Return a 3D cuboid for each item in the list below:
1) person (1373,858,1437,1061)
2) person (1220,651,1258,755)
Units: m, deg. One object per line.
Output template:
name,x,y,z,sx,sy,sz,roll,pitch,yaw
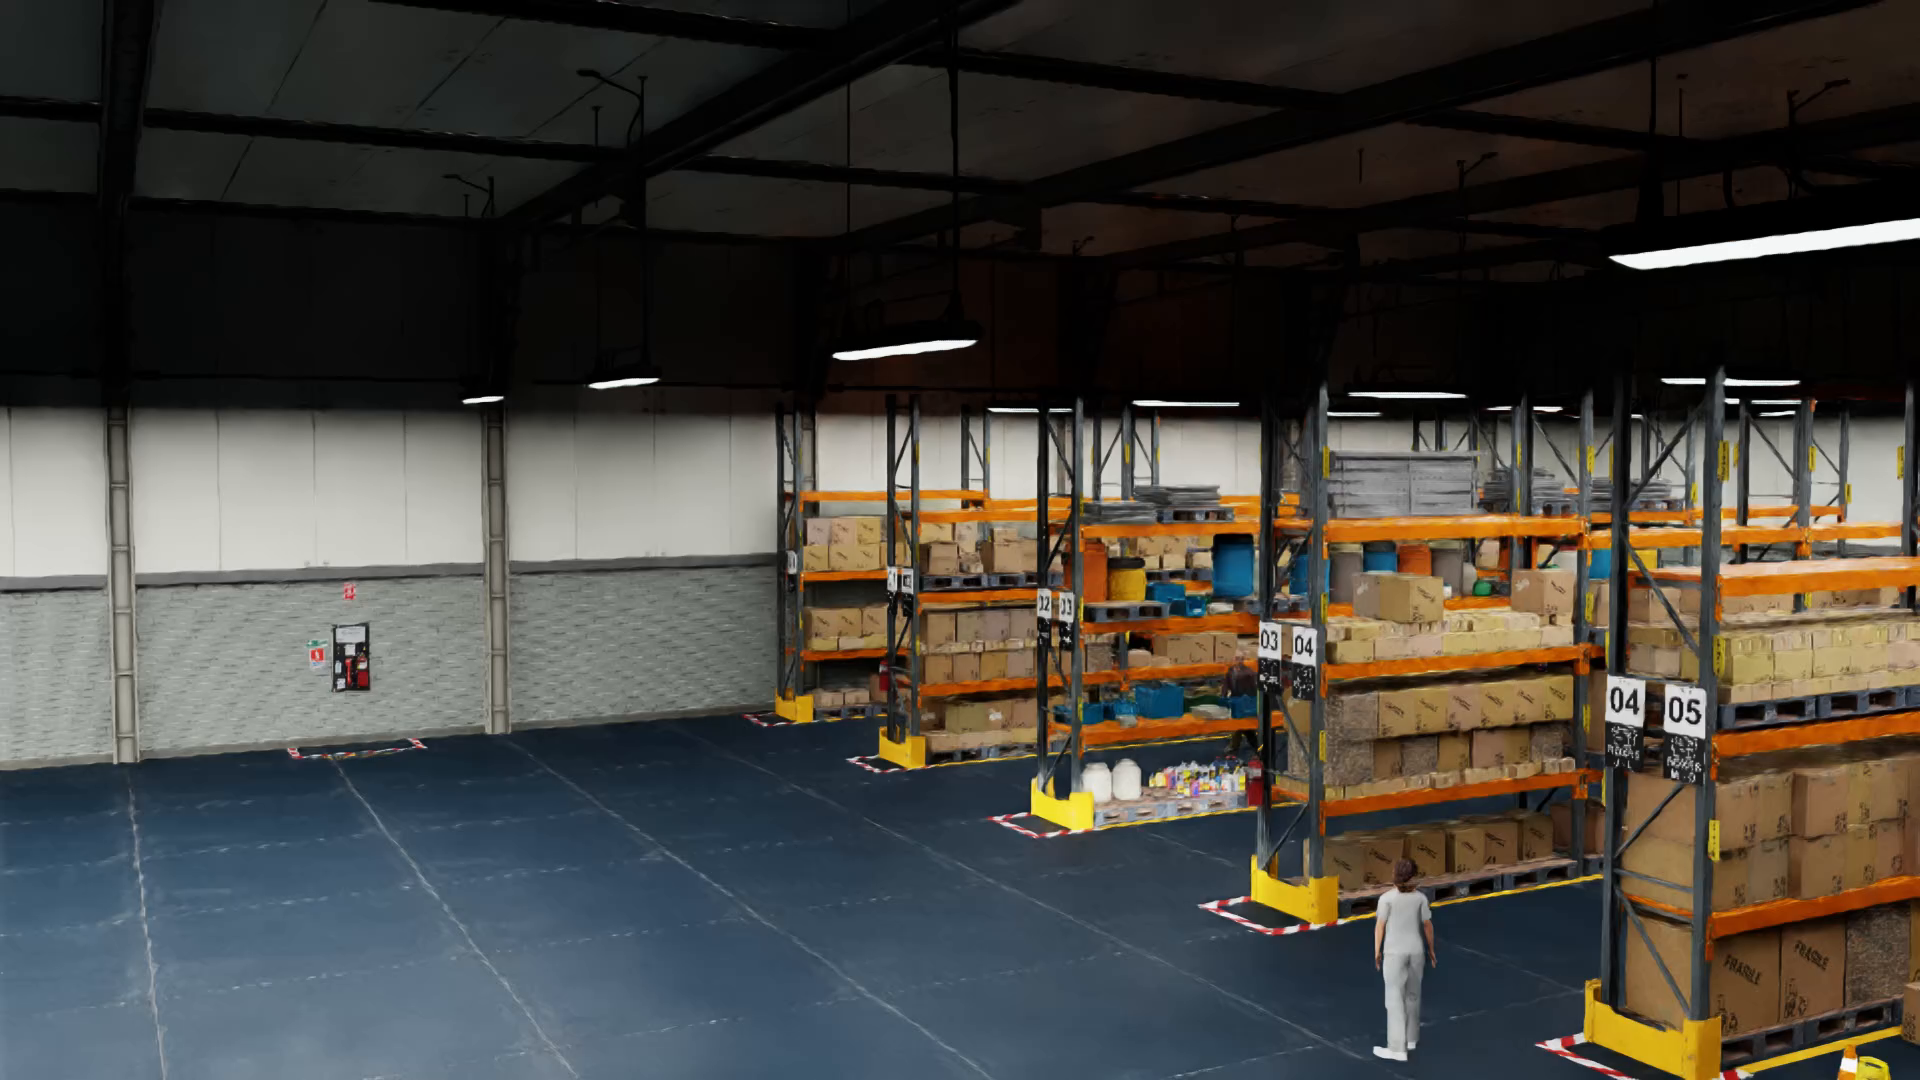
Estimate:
person,3.763,3.513,14.115,0.564,1.665,0.583,0,3,-8
person,4.671,2.710,27.932,1.084,1.715,0.580,-2,4,-36
